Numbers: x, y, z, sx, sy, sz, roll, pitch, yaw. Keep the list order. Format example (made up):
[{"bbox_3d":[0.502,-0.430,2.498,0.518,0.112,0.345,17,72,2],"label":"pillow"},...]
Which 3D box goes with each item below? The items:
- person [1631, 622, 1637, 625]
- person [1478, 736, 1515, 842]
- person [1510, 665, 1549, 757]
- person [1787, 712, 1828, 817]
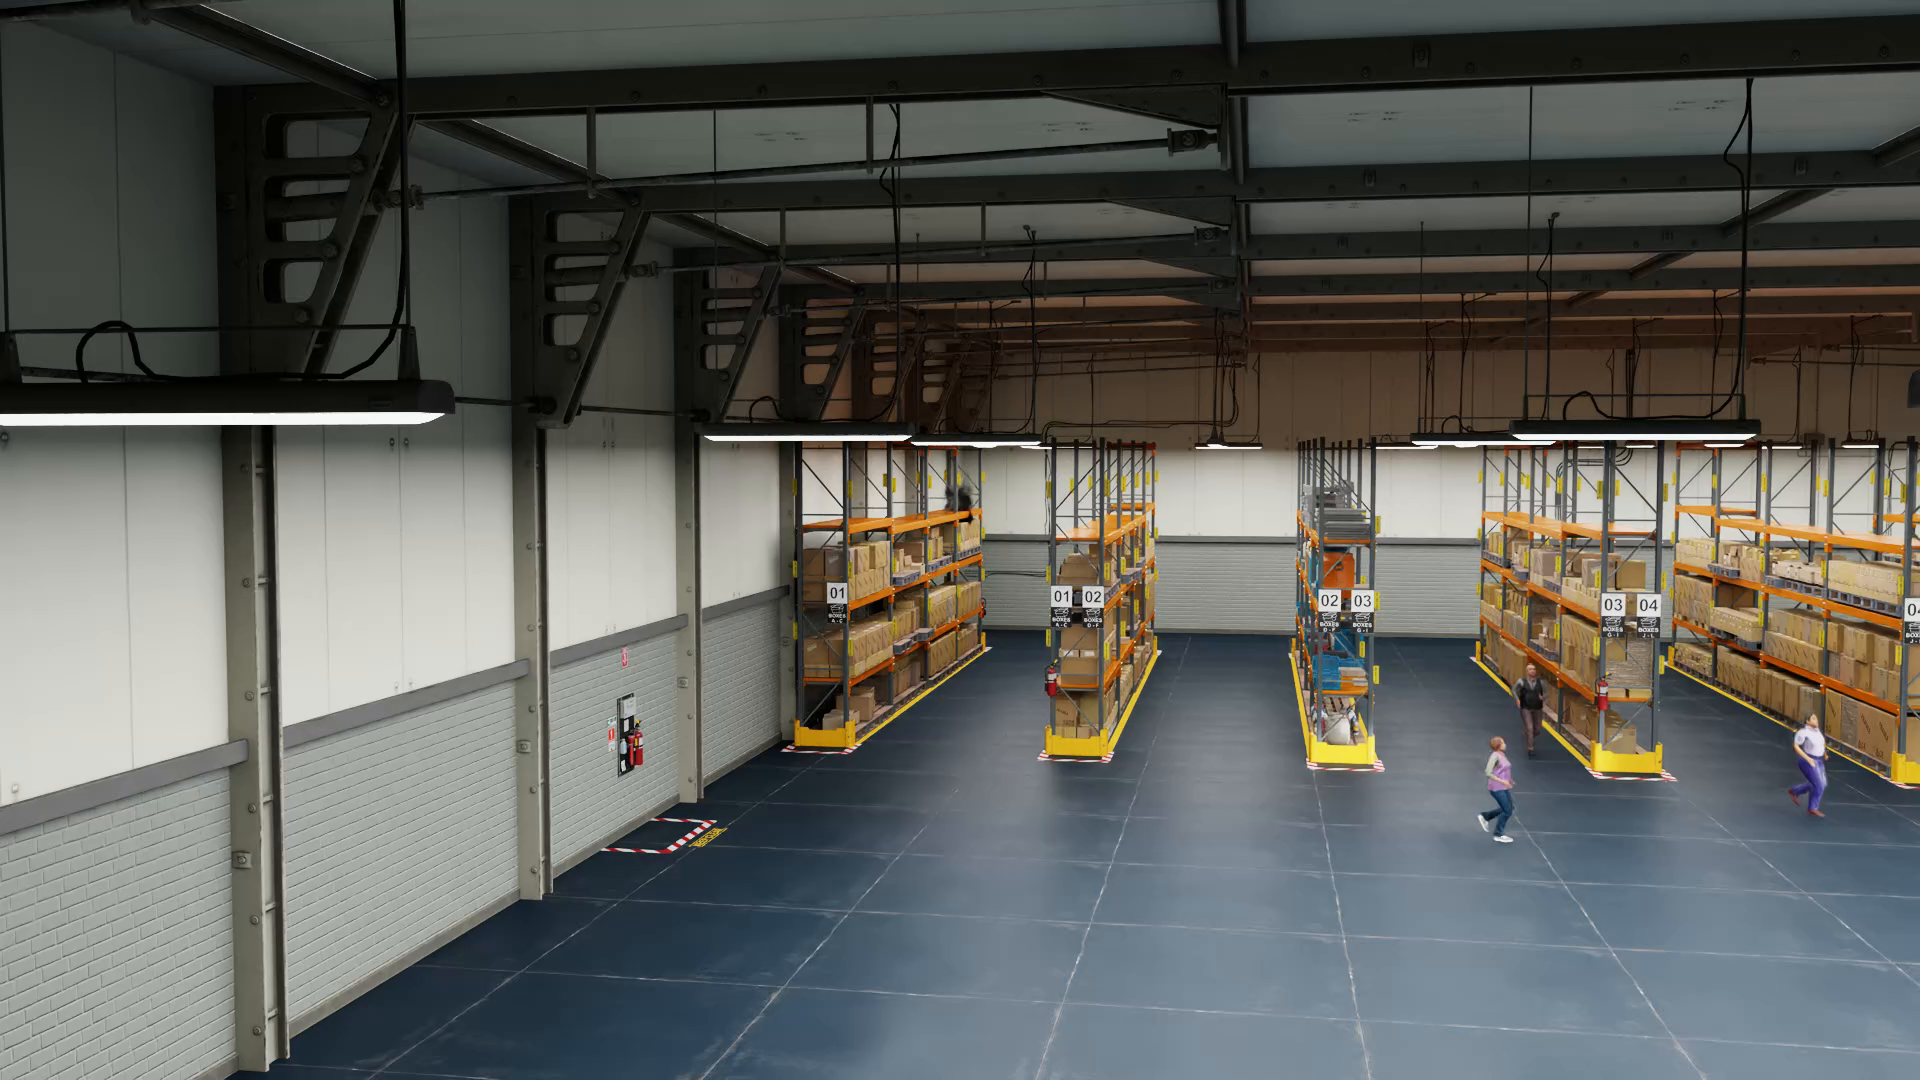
[{"bbox_3d":[17.573,2.600,43.031,0.592,1.726,0.834,1,3,19],"label":"person"},{"bbox_3d":[7.882,3.650,24.438,0.558,1.546,0.534,2,4,36],"label":"person"},{"bbox_3d":[10.793,3.243,31.470,0.669,1.623,0.868,0,3,4],"label":"person"},{"bbox_3d":[13.425,3.533,26.344,0.603,1.629,0.624,-2,4,-38],"label":"person"}]
